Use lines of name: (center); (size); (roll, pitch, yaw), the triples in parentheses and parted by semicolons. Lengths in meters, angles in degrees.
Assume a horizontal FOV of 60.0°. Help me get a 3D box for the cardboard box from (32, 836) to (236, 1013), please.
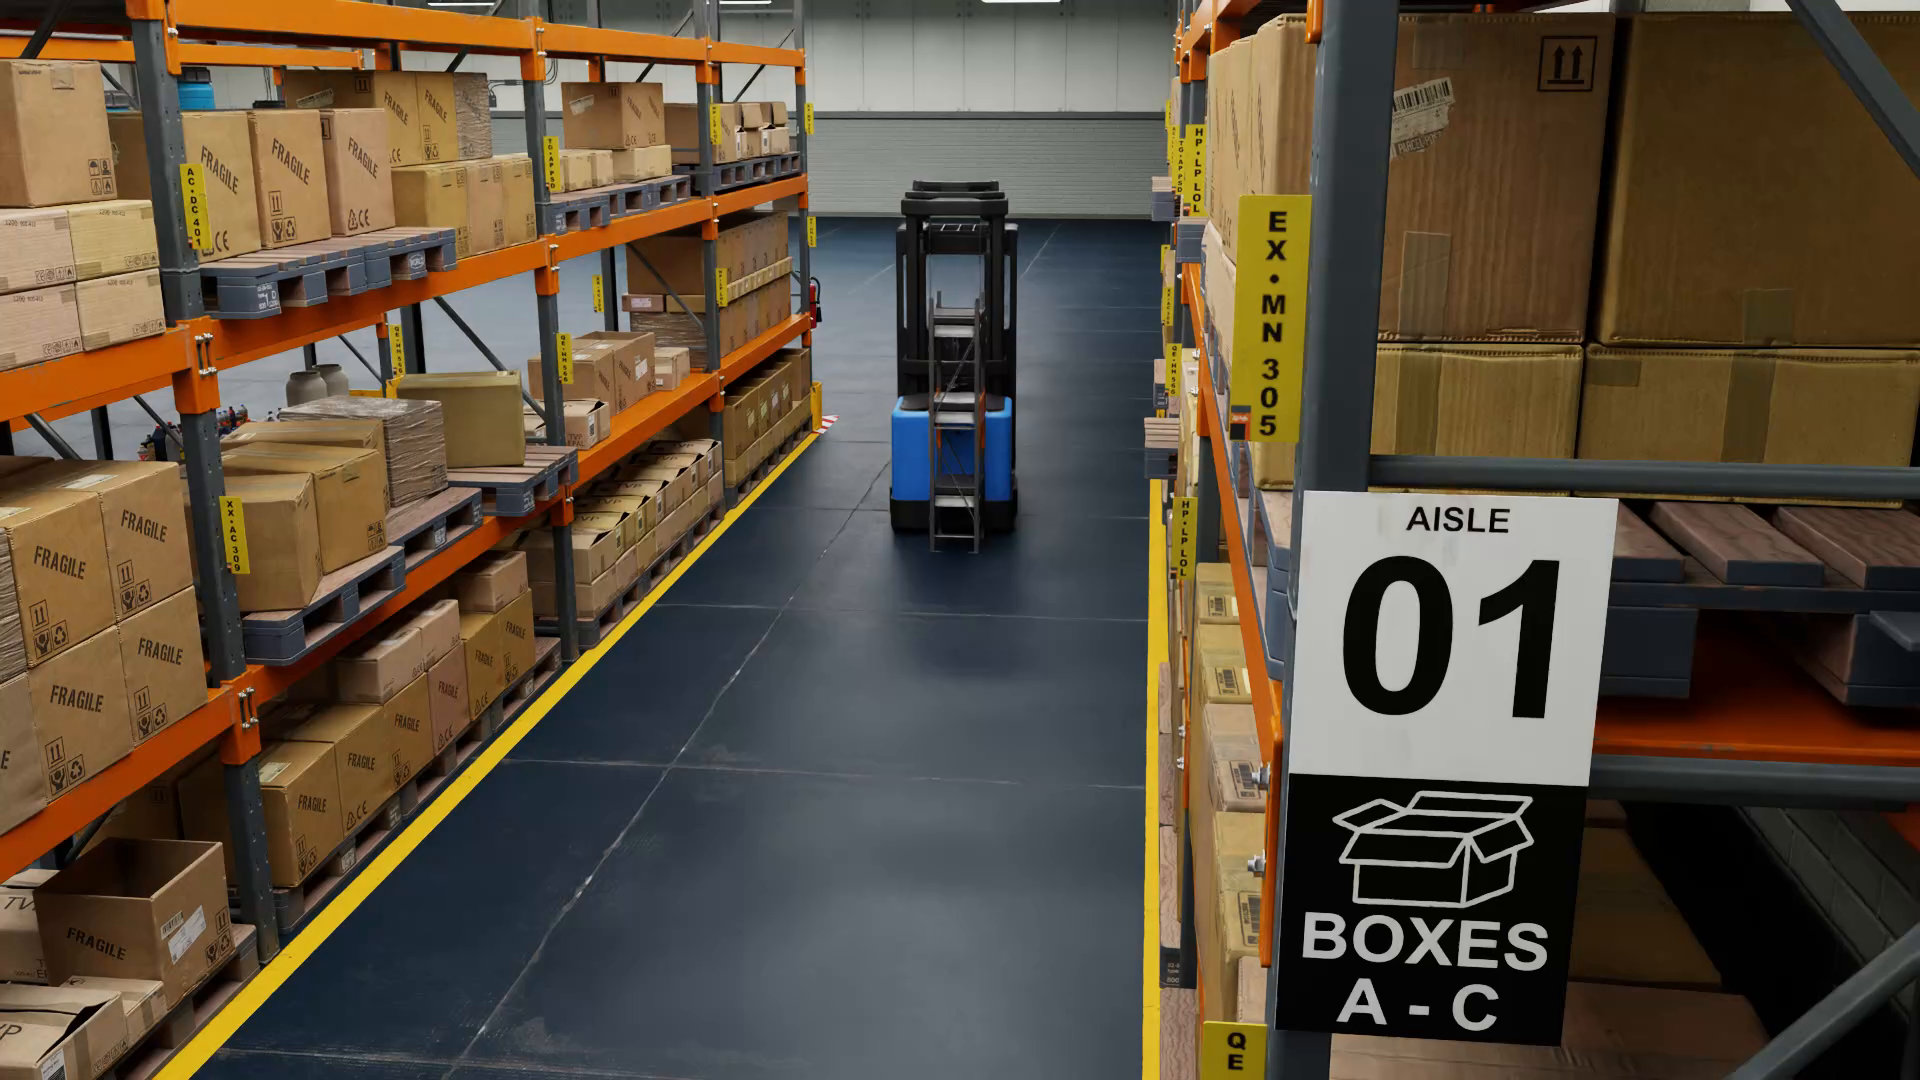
cardboard box: (-3.304, 1.535, 6.683); (0.500, 0.500, 0.500); (2, 15, 6)

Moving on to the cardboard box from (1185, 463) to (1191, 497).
cardboard box: (1.315, -0.061, 7.843); (0.500, 0.500, 0.500); (2, 15, 6)

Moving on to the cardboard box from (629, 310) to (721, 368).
cardboard box: (-2.575, -1.853, 15.078); (0.700, 0.500, 0.500); (1, 15, 5)

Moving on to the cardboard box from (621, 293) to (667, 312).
cardboard box: (-2.801, -2.128, 14.851); (0.380, 0.149, 0.250); (2, 15, 6)

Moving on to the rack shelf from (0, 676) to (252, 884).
rack shelf: (-3.747, 1.251, 5.167); (1.077, 0.370, 4.000); (2, 15, 6)

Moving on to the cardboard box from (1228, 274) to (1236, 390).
cardboard box: (0.826, -0.392, 3.410); (0.500, 0.250, 0.500); (1, 15, 4)

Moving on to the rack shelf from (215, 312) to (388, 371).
rack shelf: (-7.314, -2.008, 17.220); (1.077, 0.370, 4.000); (2, 15, 6)

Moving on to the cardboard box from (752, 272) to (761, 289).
cardboard box: (-2.194, -2.582, 16.529); (0.380, 0.149, 0.250); (1, 15, 5)

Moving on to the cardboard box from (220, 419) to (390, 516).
cardboard box: (-3.383, -0.326, 8.625); (0.700, 0.500, 0.500); (-2, 15, -8)

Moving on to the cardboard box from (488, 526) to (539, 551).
cardboard box: (-3.256, 0.058, 11.588); (0.500, 0.311, 0.500); (2, 15, 8)

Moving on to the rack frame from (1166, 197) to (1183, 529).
rack frame: (2.304, -1.545, 14.129); (1.000, 3.000, 0.127); (2, 15, 6)

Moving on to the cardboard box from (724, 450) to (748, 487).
cardboard box: (-2.265, -0.677, 15.381); (0.500, 0.250, 0.500); (2, 15, 6)

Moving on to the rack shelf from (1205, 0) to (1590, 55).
rack shelf: (1.175, -1.307, 3.900); (1.077, 0.370, 4.000); (2, 15, 6)

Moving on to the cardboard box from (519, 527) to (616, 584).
cardboard box: (-2.719, 0.074, 11.529); (0.500, 0.311, 0.500); (2, 15, 8)

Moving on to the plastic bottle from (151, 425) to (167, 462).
plastic bottle: (-7.754, -0.946, 16.145); (0.144, 0.351, 0.185); (1, 15, 5)

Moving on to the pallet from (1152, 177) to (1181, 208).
pallet: (2.128, -2.745, 13.181); (1.213, 0.211, 1.003); (2, 15, 6)

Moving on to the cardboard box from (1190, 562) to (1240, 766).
cardboard box: (1.324, 0.525, 5.898); (0.980, 0.700, 0.700); (2, 15, 7)

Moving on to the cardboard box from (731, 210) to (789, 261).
cardboard box: (-2.239, -3.267, 17.822); (0.700, 0.500, 0.500); (2, 15, 6)

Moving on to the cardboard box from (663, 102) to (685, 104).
cardboard box: (-2.626, -4.071, 16.461); (0.500, 0.500, 0.500); (2, 15, 6)

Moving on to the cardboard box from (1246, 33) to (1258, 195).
cardboard box: (0.828, -0.749, 3.292); (0.500, 0.500, 0.500); (2, 15, 8)

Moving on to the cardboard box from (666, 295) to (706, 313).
cardboard box: (-2.396, -2.115, 14.804); (0.380, 0.149, 0.250); (2, 15, 6)

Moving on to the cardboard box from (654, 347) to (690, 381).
cardboard box: (-2.631, -1.488, 14.207); (0.500, 0.250, 0.500); (3, 15, 10)

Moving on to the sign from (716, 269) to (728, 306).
sign: (-2.079, -2.197, 14.474); (0.100, 0.325, 0.005); (2, 15, 6)

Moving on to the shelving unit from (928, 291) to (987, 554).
shelving unit: (-0.019, -0.971, 13.729); (0.431, 2.100, 0.503); (2, 15, 6)

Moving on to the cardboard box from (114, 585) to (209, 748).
cardboard box: (-3.323, 0.474, 6.471); (0.500, 0.500, 0.500); (2, 15, 7)

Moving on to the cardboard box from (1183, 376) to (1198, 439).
cardboard box: (1.432, -0.692, 8.737); (0.500, 0.250, 0.500); (2, 15, 7)

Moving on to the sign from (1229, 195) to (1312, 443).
sign: (0.412, -0.289, 2.195); (0.100, 0.325, 0.005); (2, 15, 6)

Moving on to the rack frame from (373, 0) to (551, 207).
rack frame: (-3.070, -3.548, 10.045); (1.000, 3.000, 0.127); (2, 15, 6)

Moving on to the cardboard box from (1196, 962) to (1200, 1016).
cardboard box: (0.995, 1.495, 5.628); (0.380, 0.149, 0.250); (2, 15, 8)

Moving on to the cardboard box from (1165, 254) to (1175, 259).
cardboard box: (2.337, -2.639, 16.986); (0.500, 0.500, 0.500); (2, 15, 6)

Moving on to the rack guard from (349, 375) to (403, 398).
rack guard: (-7.051, -1.646, 19.293); (1.175, 0.500, 0.348); (2, 15, 6)

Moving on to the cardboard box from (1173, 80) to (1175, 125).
cardboard box: (2.142, -3.815, 14.631); (0.500, 0.500, 0.500); (3, 15, 9)

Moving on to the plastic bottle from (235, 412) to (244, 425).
plastic bottle: (-7.615, -1.248, 17.548); (0.097, 0.201, 0.097); (0, 15, 0)

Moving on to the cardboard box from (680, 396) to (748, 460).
cardboard box: (-2.255, -1.038, 15.282); (0.500, 0.500, 0.500); (2, 15, 6)

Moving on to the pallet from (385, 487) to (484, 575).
pallet: (-3.285, -0.055, 8.987); (1.003, 0.211, 1.213); (2, 15, 6)

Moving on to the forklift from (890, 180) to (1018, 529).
forklift: (-0.020, -1.841, 15.356); (1.130, 2.935, 3.031); (1, 15, 2)

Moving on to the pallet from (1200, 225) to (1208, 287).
pallet: (1.709, -1.406, 8.229); (1.003, 0.211, 1.213); (2, 15, 9)

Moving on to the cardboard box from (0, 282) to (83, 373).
cardboard box: (-3.379, -0.727, 5.646); (0.500, 0.250, 0.500); (2, 15, 6)

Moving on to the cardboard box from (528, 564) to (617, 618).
cardboard box: (-2.719, 0.345, 11.603); (0.500, 0.250, 0.500); (2, 15, 6)

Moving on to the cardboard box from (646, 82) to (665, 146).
cardboard box: (-2.728, -3.471, 13.553); (0.500, 0.500, 0.500); (2, 15, 7)

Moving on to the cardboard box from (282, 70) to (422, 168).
cardboard box: (-3.241, -2.254, 8.897); (0.500, 0.500, 0.500); (2, 15, 6)

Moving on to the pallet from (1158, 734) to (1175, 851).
pallet: (1.548, 1.356, 8.741); (1.003, 0.211, 1.213); (2, 15, 6)

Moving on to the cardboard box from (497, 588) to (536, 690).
cardboard box: (-2.942, 0.591, 10.174); (0.500, 0.500, 0.500); (2, 15, 8)

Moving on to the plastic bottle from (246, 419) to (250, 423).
plastic bottle: (-7.015, -1.016, 16.406); (0.144, 0.351, 0.185); (1, 15, 4)

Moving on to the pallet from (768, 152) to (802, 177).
pallet: (-2.273, -3.950, 17.446); (1.003, 0.211, 1.213); (2, 15, 6)

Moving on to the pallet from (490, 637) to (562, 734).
pallet: (-3.192, 0.886, 10.480); (1.003, 0.211, 1.213); (2, 15, 6)

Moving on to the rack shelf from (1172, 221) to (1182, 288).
rack shelf: (2.078, -2.127, 11.913); (1.077, 0.370, 4.000); (2, 15, 6)

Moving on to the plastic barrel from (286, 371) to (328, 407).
plastic barrel: (-7.144, -1.573, 18.194); (0.421, 0.512, 0.421); (0, 15, 0)

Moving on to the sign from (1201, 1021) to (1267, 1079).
sign: (0.412, 0.875, 2.509); (0.100, 0.325, 0.005); (2, 15, 6)

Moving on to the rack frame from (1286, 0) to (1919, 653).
rack frame: (0.950, -1.329, 1.836); (1.000, 3.000, 0.127); (2, 15, 6)

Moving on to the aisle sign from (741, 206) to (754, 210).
aisle sign: (-2.464, -4.008, 18.259); (0.394, 0.787, 0.004); (2, 15, 6)
